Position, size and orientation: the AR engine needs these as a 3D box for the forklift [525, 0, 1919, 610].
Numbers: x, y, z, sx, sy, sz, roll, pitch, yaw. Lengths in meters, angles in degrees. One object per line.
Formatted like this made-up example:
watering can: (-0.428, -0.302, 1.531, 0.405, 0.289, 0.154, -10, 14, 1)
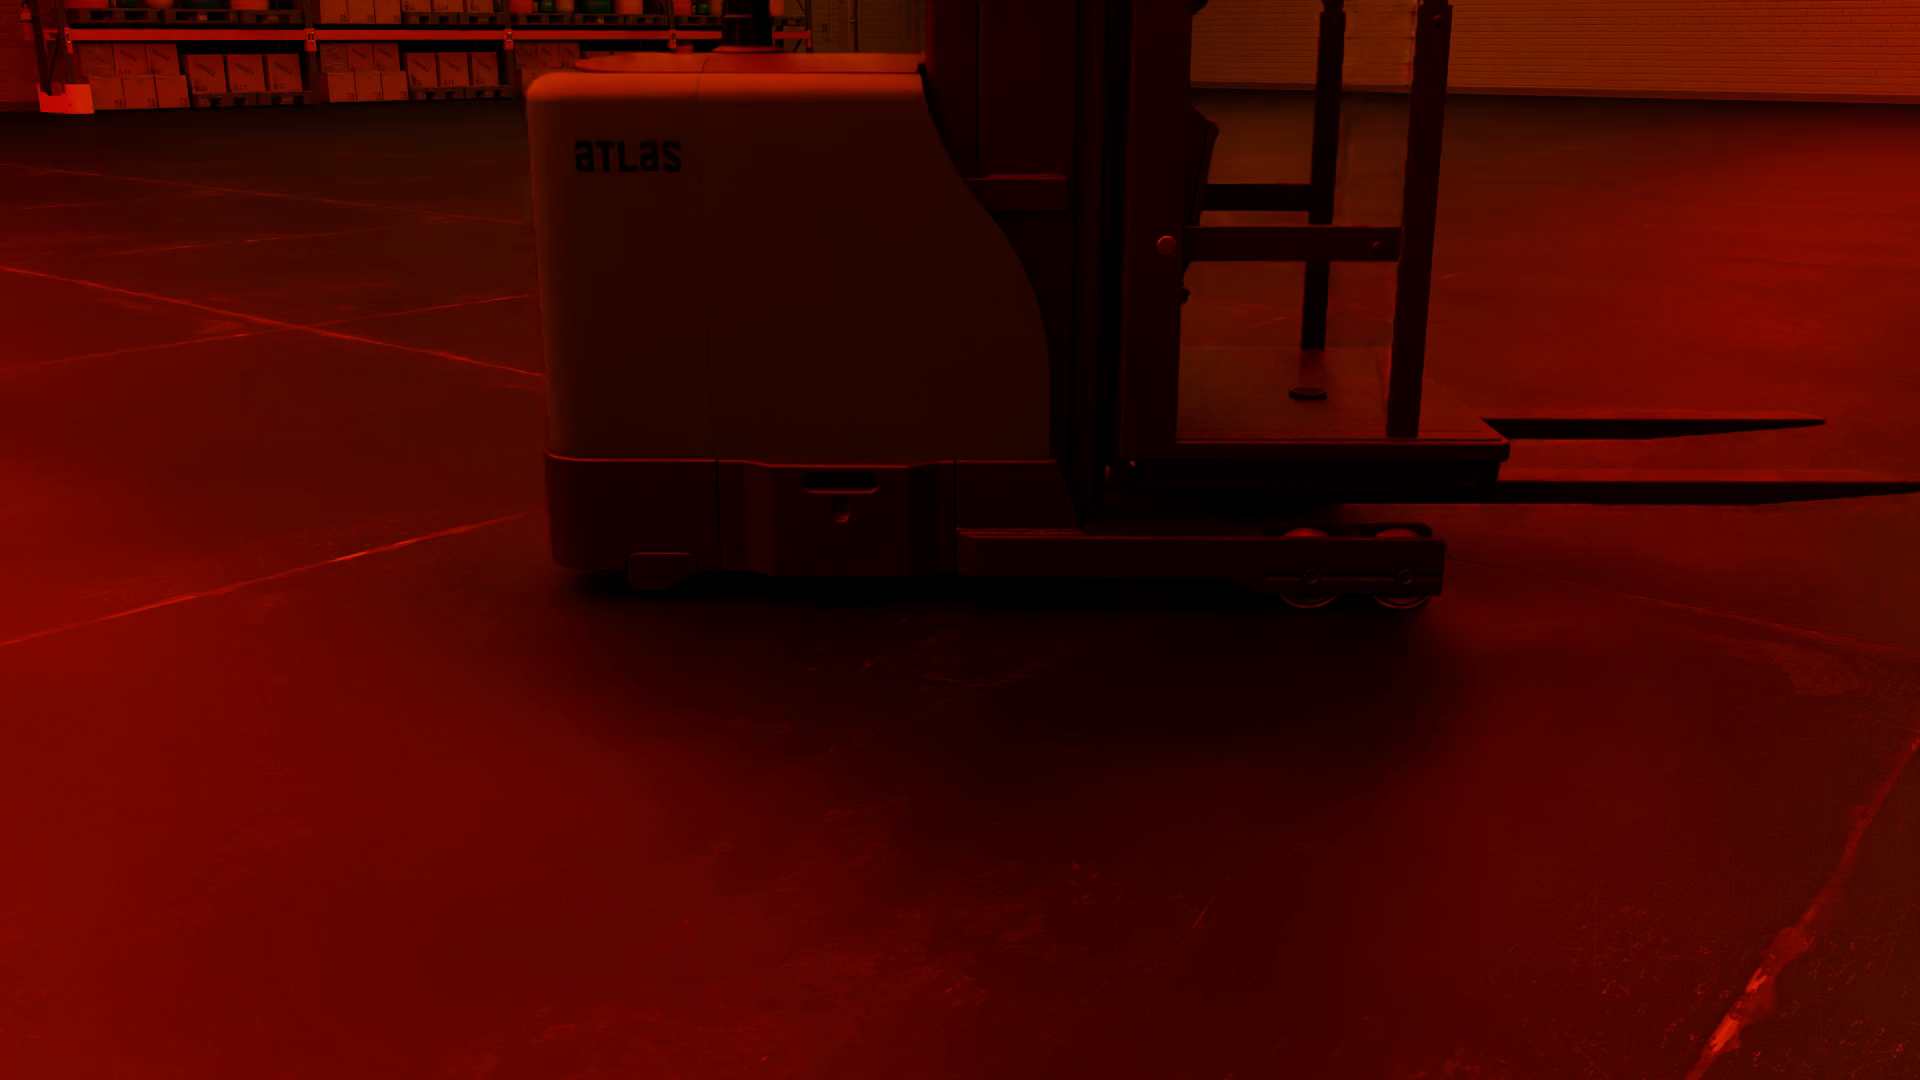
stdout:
forklift: (0.646, -1.414, 3.554, 3.031, 2.935, 1.130, 0, 17, 1)
